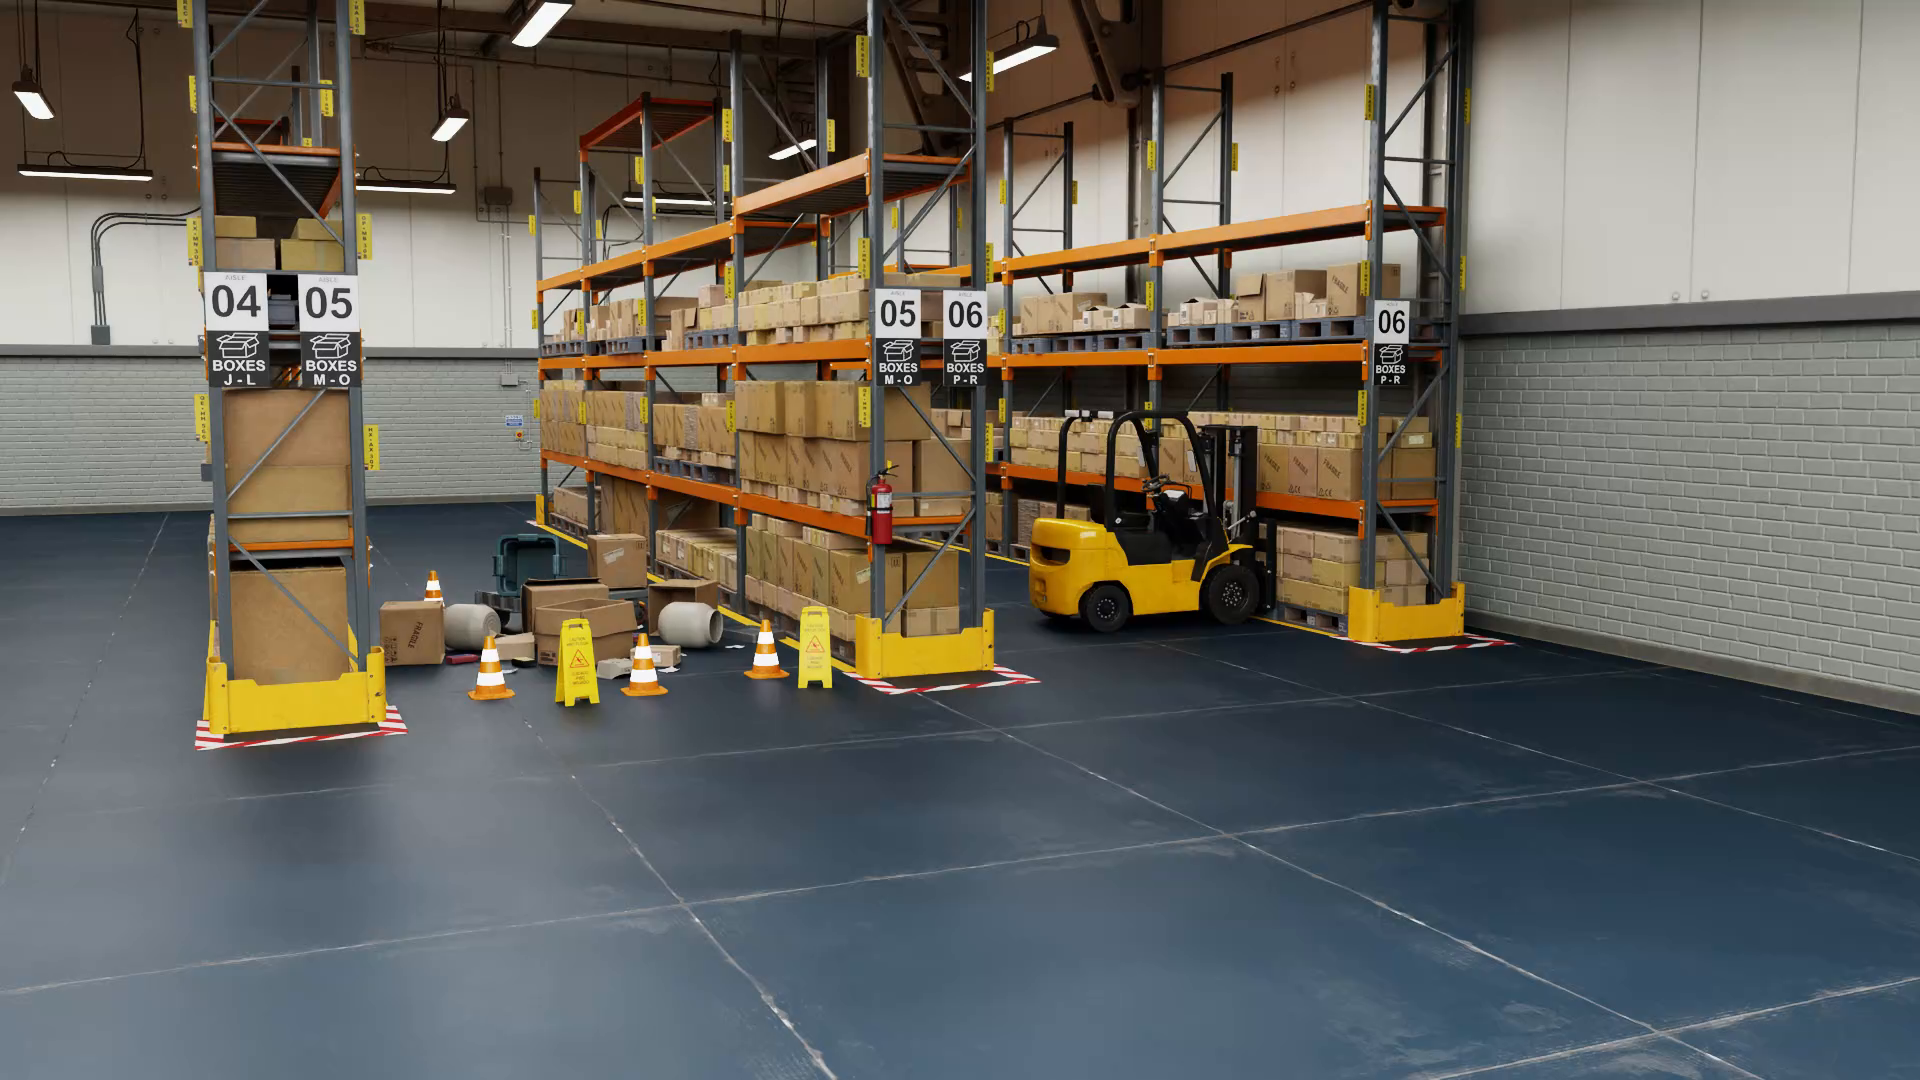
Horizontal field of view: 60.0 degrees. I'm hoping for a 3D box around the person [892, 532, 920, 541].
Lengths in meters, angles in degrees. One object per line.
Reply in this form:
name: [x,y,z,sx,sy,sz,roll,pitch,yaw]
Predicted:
person: [-0.639,-0.147,18.470,0.466,1.680,0.340,-2,6,-23]
